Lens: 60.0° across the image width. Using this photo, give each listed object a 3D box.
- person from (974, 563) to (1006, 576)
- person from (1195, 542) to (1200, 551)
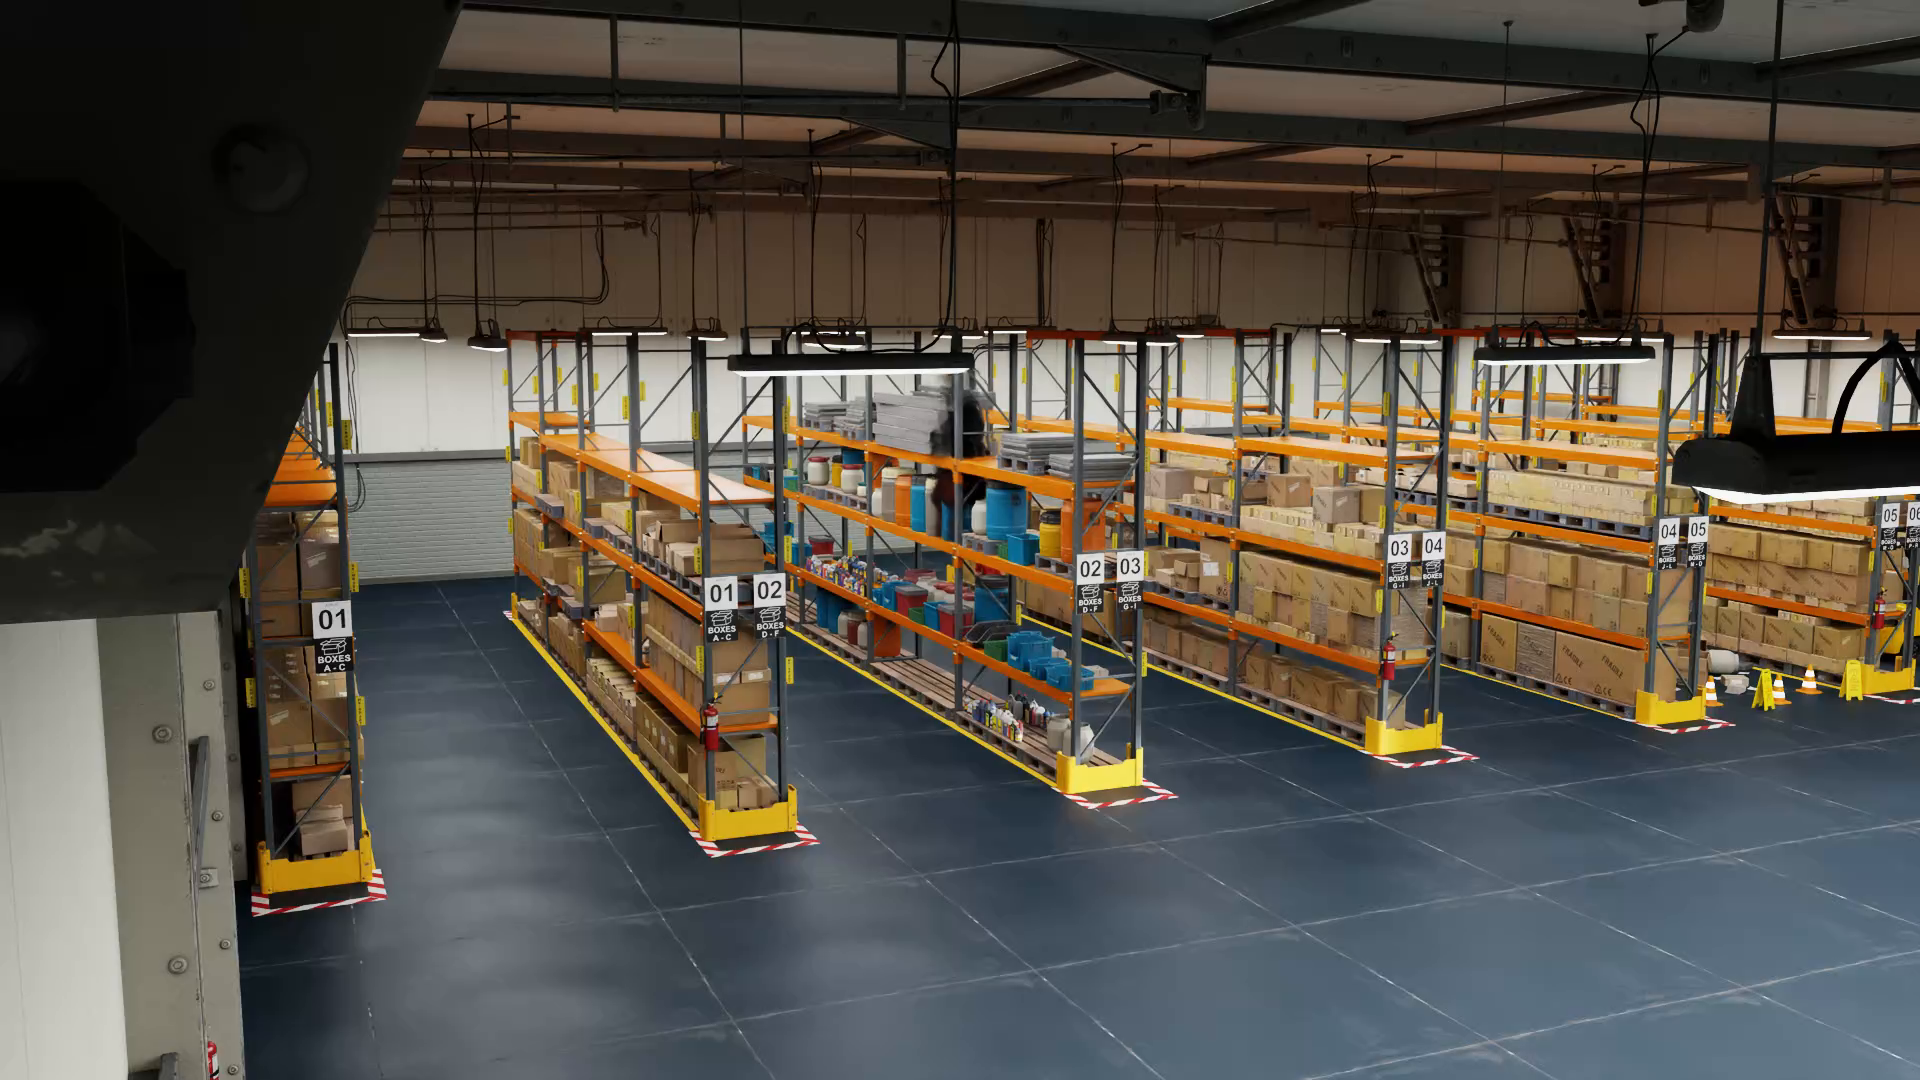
[{"bbox_3d":[0.618,0.949,33.578,0.664,1.691,0.632,-2,8,-17],"label":"person"},{"bbox_3d":[6.082,-0.060,41.331,0.520,1.511,0.594,4,9,29],"label":"person"}]
